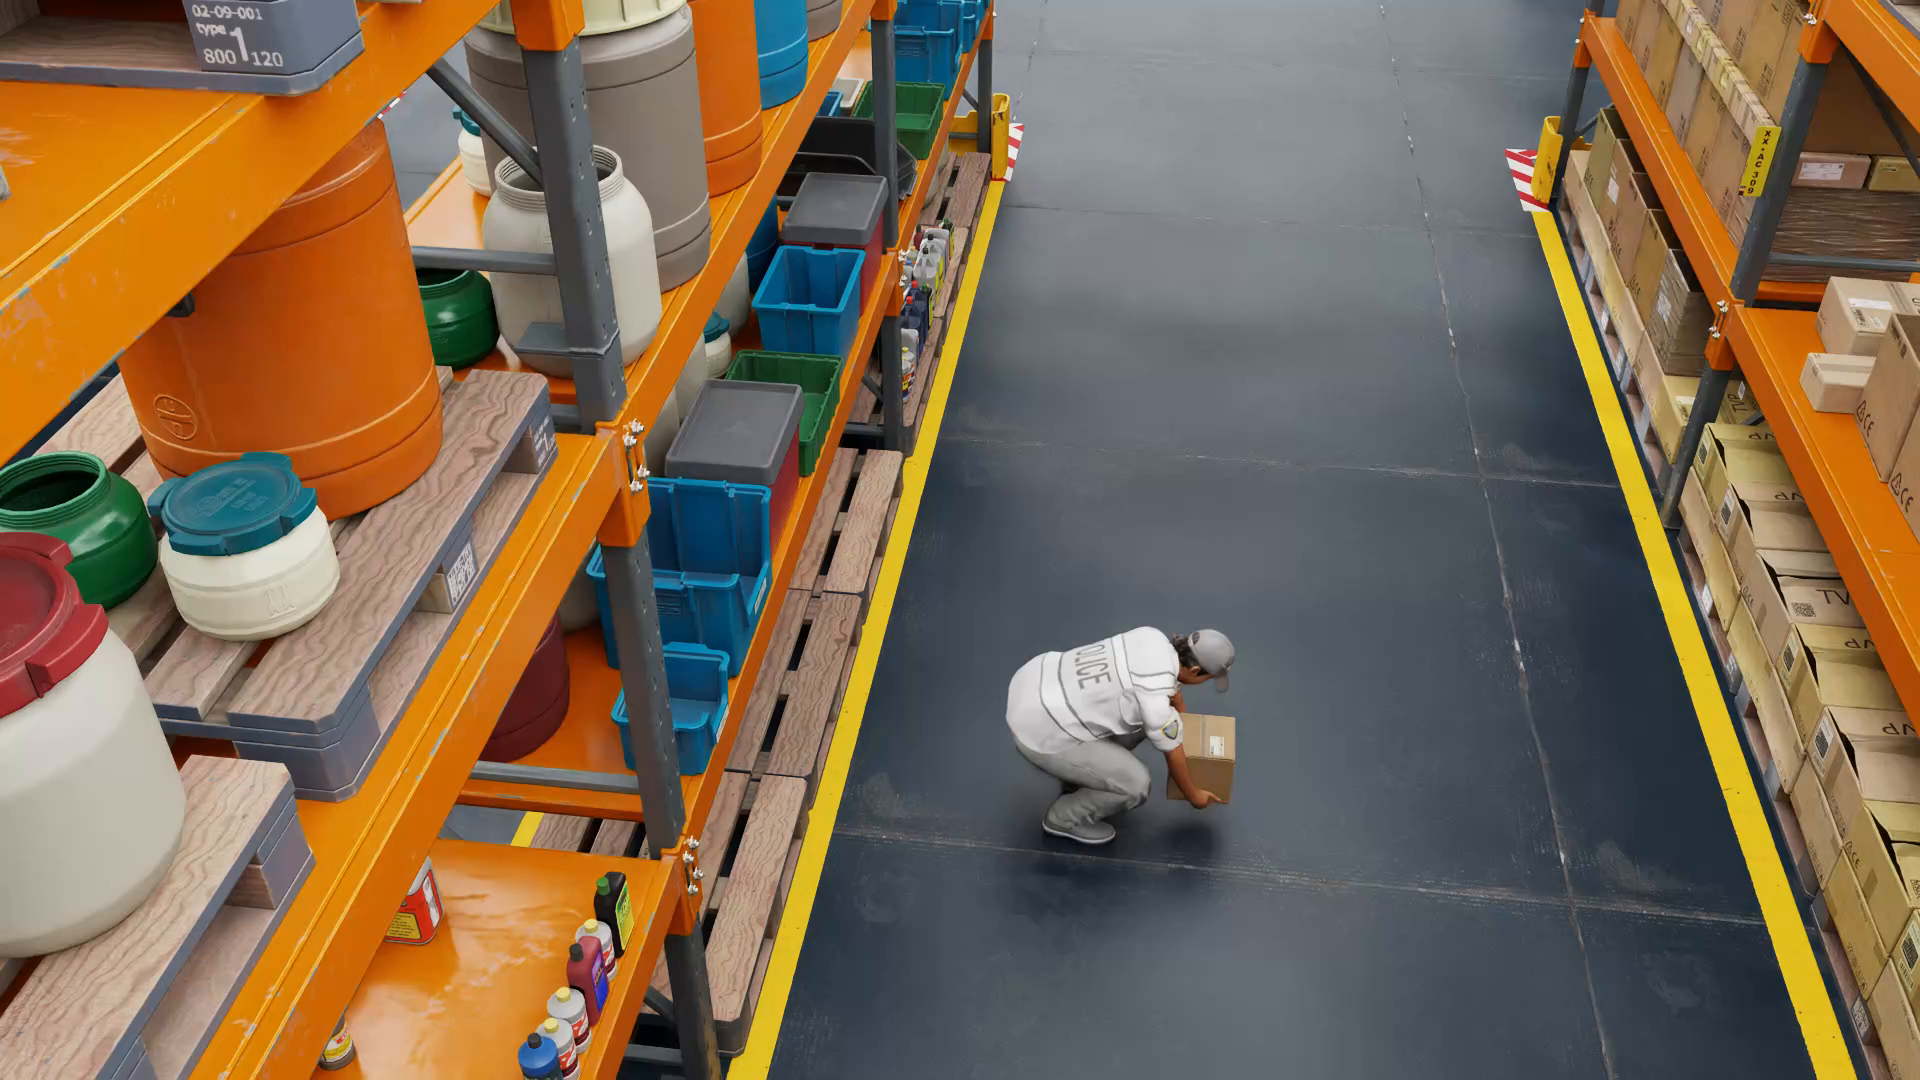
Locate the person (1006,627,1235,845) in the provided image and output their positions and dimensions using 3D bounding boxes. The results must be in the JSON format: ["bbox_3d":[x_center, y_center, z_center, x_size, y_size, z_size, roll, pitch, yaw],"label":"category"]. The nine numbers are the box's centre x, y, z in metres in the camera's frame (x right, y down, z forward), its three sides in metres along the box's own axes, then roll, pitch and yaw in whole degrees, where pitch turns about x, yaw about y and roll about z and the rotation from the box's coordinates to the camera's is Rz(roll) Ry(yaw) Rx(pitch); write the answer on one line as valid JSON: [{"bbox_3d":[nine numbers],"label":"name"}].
[{"bbox_3d":[0.624,0.748,6.635,0.877,0.947,0.499,3,36,5],"label":"person"}]
